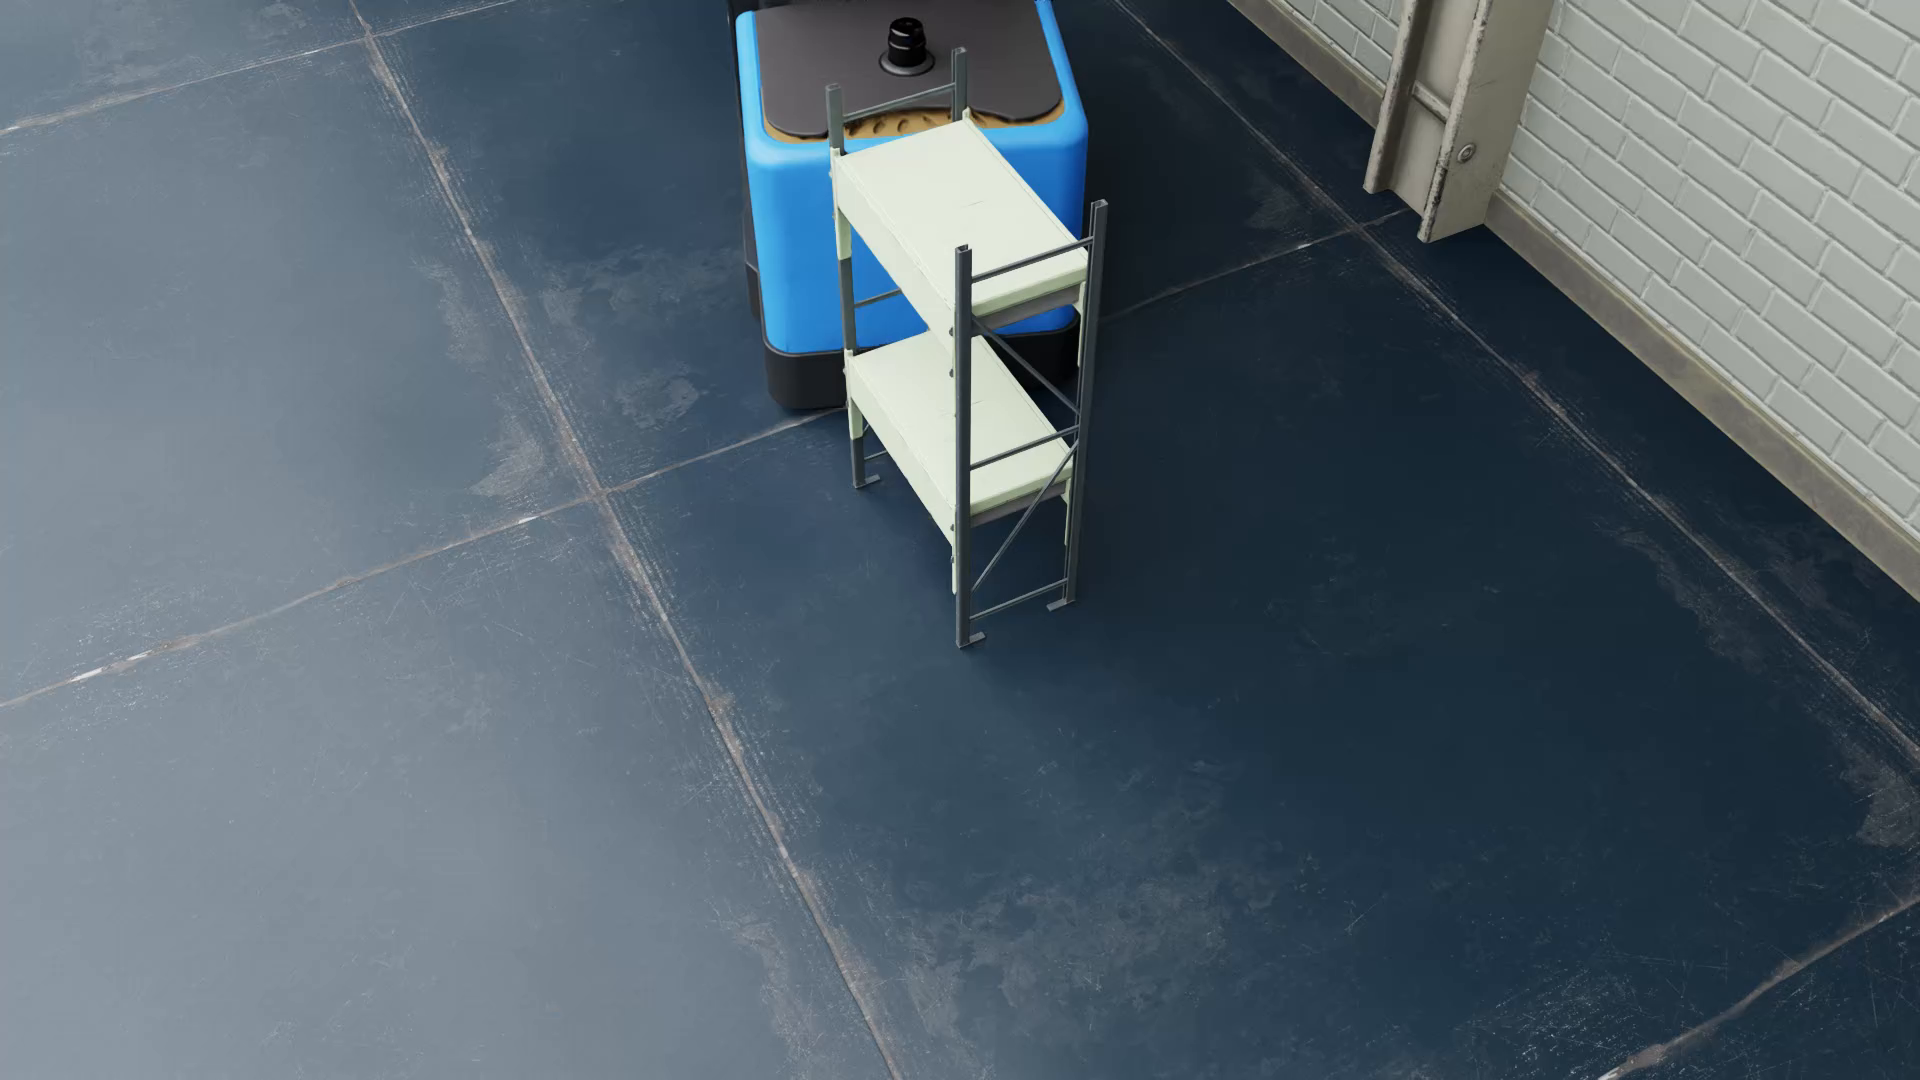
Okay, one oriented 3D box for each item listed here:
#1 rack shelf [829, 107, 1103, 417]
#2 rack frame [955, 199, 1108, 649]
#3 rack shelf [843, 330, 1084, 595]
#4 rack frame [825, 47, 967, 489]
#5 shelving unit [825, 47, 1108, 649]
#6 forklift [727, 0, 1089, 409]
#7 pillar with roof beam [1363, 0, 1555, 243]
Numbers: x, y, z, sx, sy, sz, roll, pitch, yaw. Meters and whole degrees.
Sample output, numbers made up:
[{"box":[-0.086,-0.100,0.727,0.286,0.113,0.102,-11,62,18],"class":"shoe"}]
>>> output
[{"box":[0.003,-0.746,4.388,0.431,0.370,0.720,-21,52,-18],"class":"rack shelf"},{"box":[0.171,-0.244,4.467,0.400,1.500,0.023,-21,52,-18],"class":"rack frame"},{"box":[0.003,-0.275,4.927,0.431,0.370,0.720,-21,52,-18],"class":"rack shelf"},{"box":[-0.164,-0.734,4.896,0.400,1.500,0.023,-21,52,-18],"class":"rack frame"},{"box":[0.003,-0.489,4.682,0.431,1.500,0.755,-21,52,-18],"class":"shelving unit"},{"box":[-0.306,-2.524,5.510,1.130,2.935,3.031,-6,49,-5],"class":"forklift"},{"box":[-2.041,-2.773,1.697,9.100,9.000,0.400,-21,52,-18],"class":"pillar with roof beam"}]
